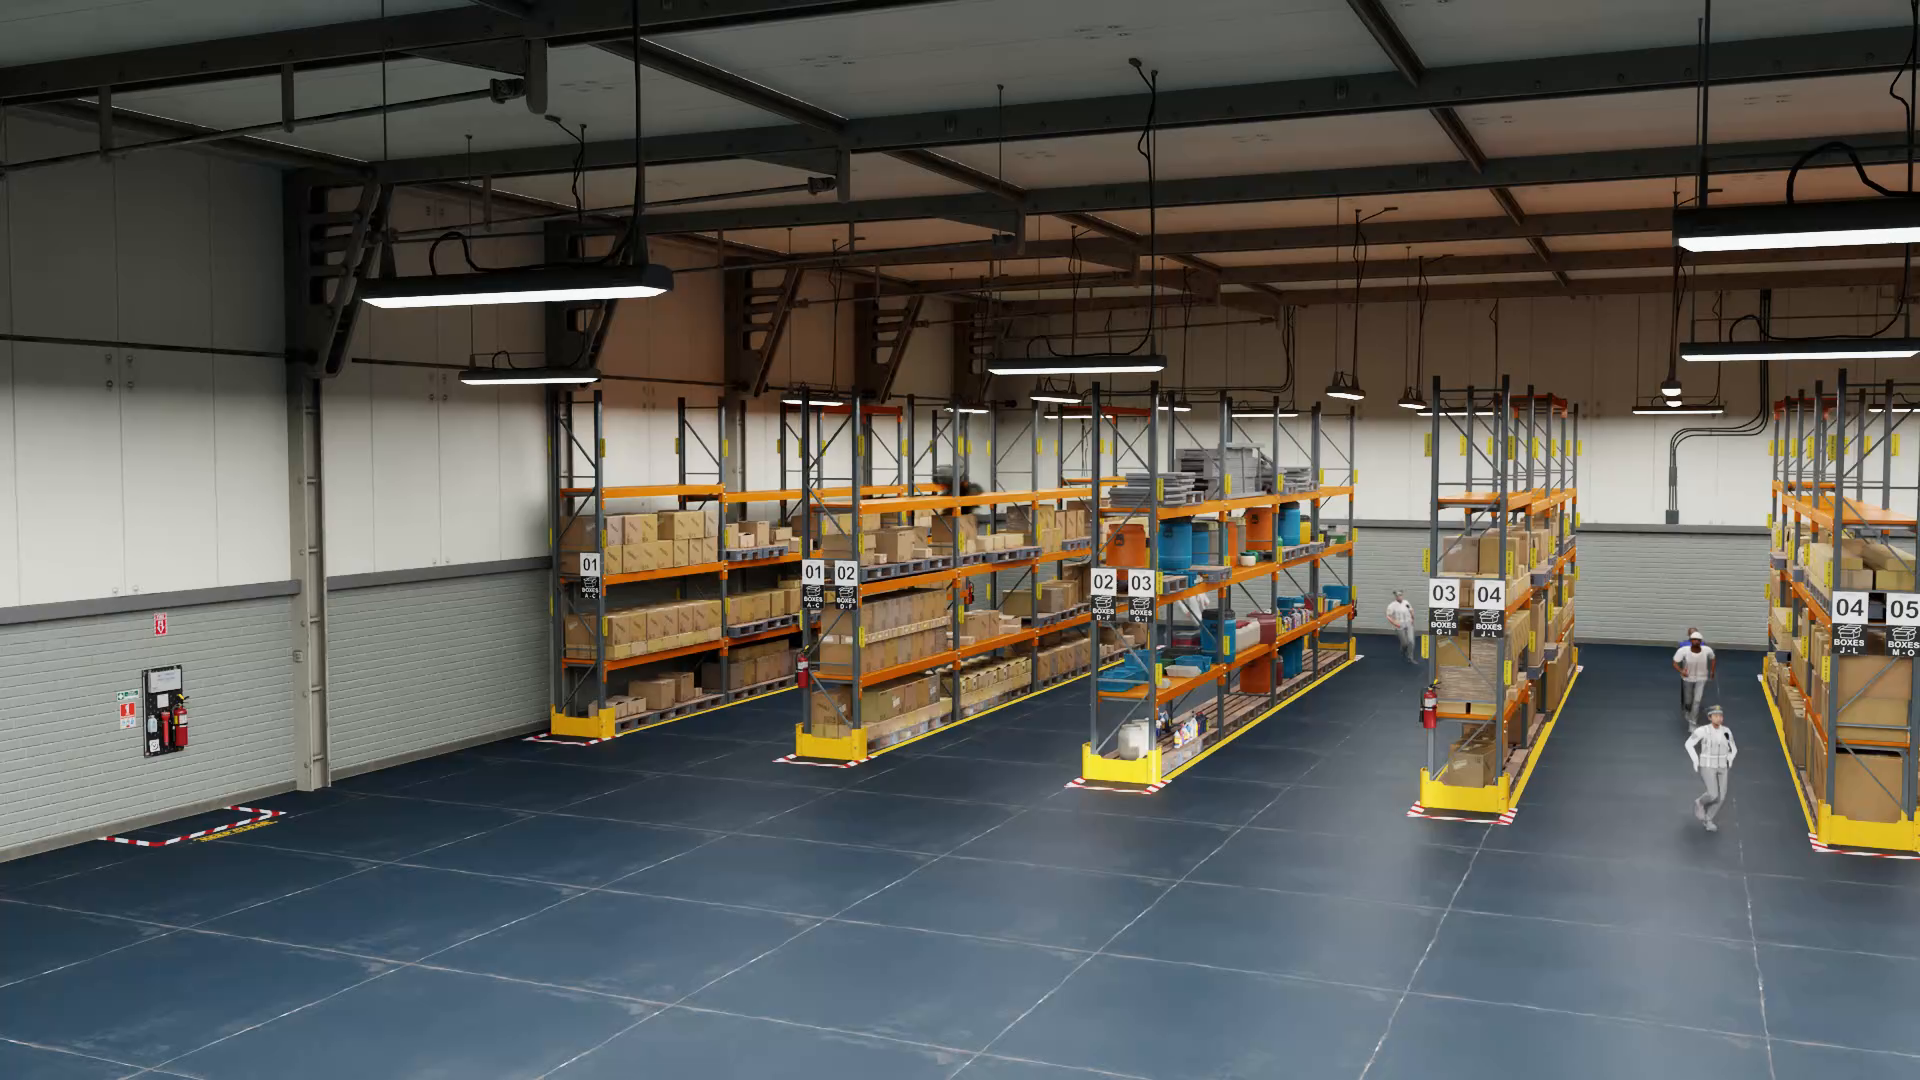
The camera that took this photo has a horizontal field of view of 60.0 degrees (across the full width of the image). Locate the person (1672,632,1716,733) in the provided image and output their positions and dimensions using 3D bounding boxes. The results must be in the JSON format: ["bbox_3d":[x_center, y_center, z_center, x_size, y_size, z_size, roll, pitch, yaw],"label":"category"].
[{"bbox_3d":[13.042,2.495,29.558,0.725,1.756,0.994,1,3,19],"label":"person"}]

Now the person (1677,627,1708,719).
[{"bbox_3d":[13.648,2.442,30.989,0.575,1.645,0.938,1,3,18],"label":"person"}]

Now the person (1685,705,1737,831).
[{"bbox_3d":[9.873,2.980,21.759,0.616,1.660,0.532,0,3,-1],"label":"person"}]

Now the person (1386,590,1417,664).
[{"bbox_3d":[10.306,2.013,38.834,0.694,1.723,0.606,0,3,-5],"label":"person"}]

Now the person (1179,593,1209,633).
[{"bbox_3d":[5.955,1.887,41.504,0.793,1.685,0.835,-2,4,-32],"label":"person"}]
